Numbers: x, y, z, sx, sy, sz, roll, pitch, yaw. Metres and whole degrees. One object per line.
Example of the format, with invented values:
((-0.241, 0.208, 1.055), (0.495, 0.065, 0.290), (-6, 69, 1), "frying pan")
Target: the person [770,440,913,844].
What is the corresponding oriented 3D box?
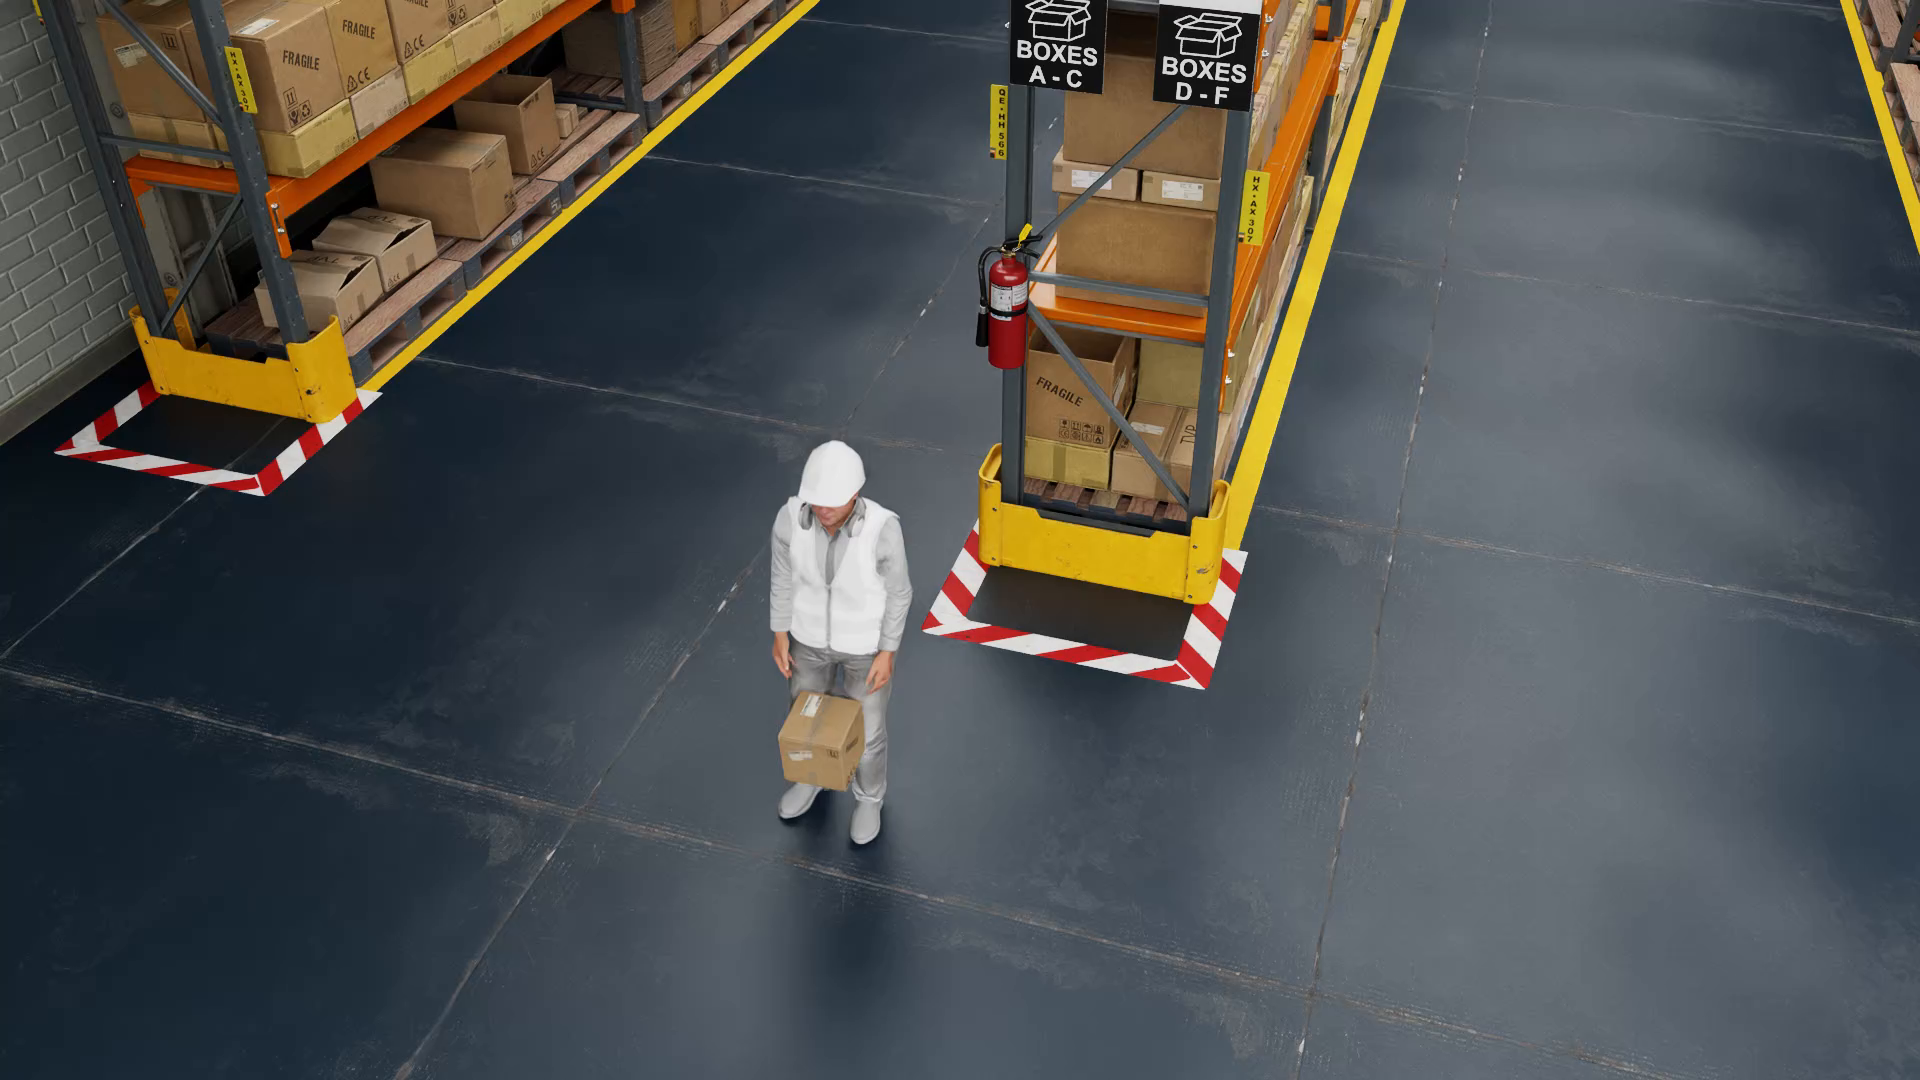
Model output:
((-0.456, 0.373, 6.368), (0.558, 1.775, 0.472), (10, 38, 13), "person")
